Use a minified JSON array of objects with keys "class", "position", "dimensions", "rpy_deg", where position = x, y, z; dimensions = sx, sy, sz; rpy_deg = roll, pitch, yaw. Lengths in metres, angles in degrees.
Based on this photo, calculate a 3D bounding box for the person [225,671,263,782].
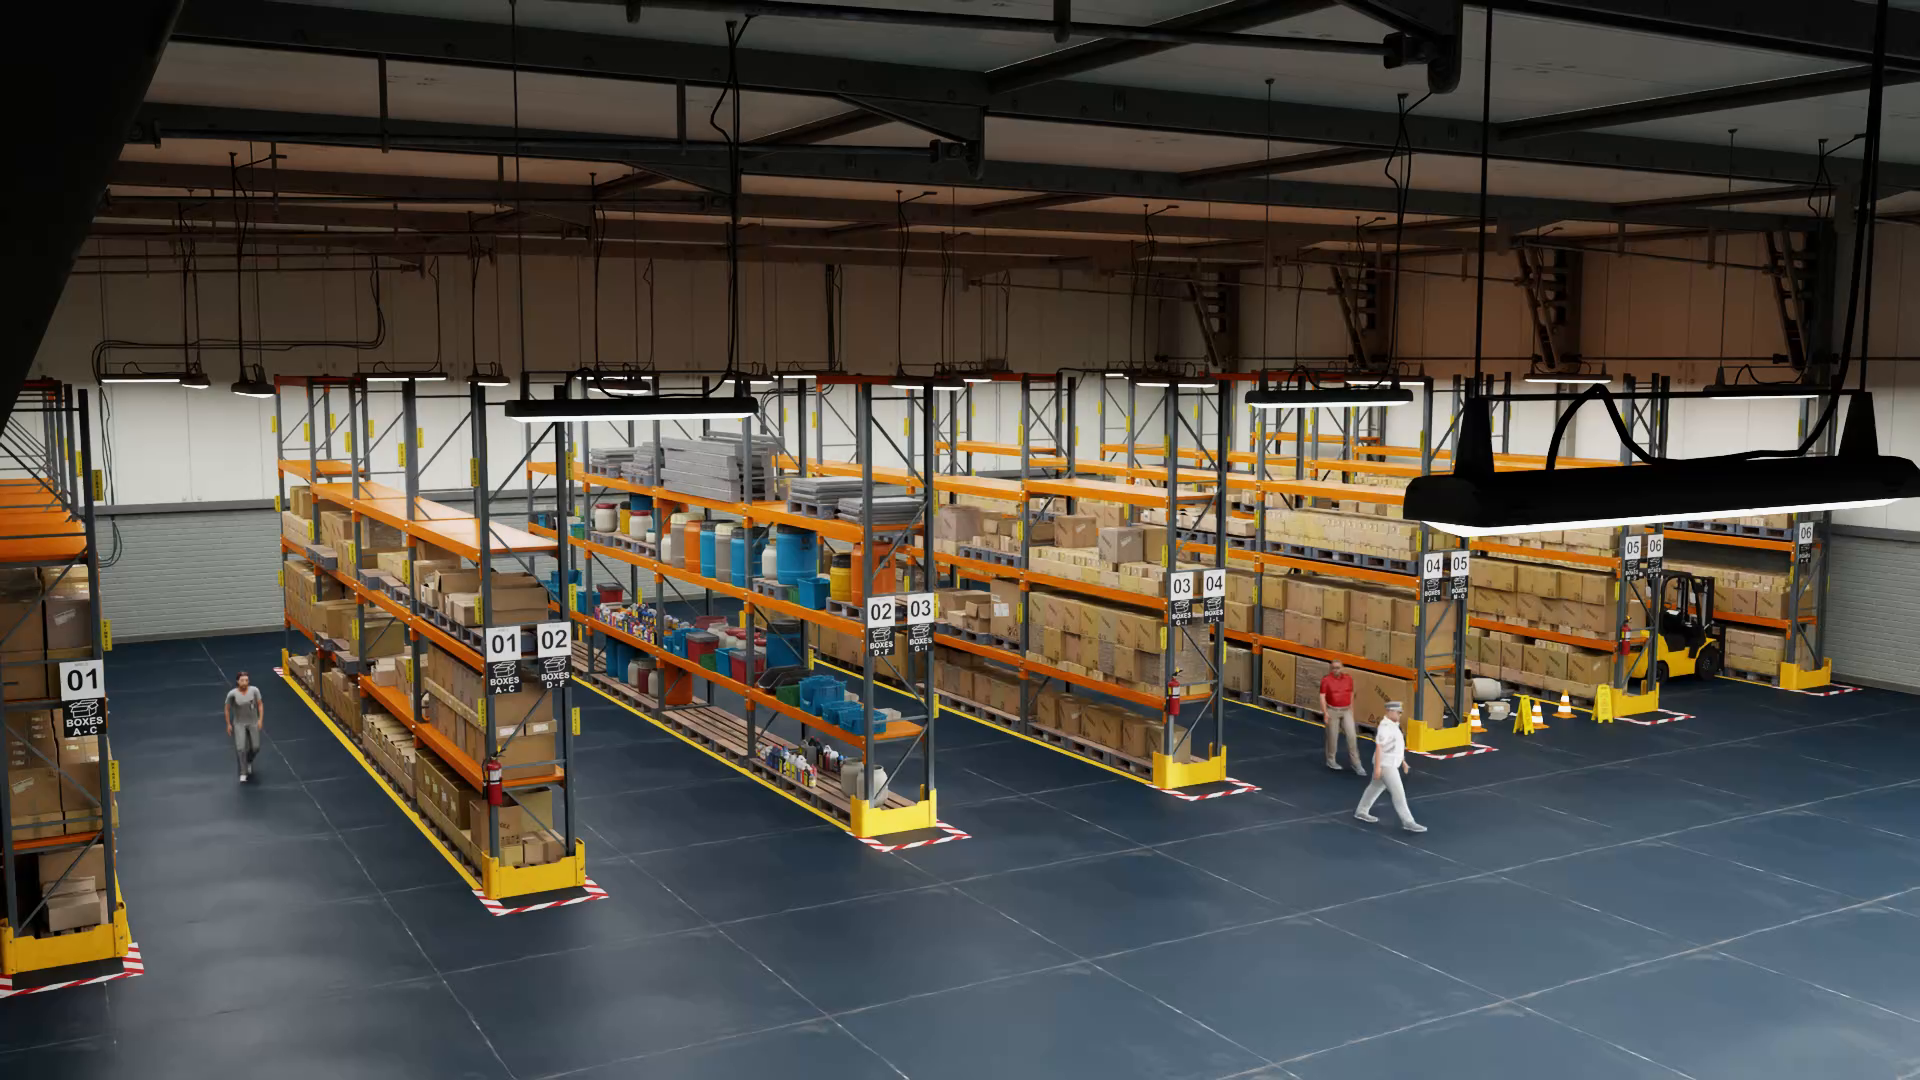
[{"class":"person","position":[-10.810,2.787,25.108],"dimensions":[0.534,1.638,0.604],"rpy_deg":[-4,7,-31]}]

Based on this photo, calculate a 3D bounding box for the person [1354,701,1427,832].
[{"class":"person","position":[5.828,3.010,22.403],"dimensions":[0.983,1.701,0.569],"rpy_deg":[2,7,21]}]

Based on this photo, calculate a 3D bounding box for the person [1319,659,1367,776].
[{"class":"person","position":[5.855,2.695,25.468],"dimensions":[0.650,1.732,0.661],"rpy_deg":[0,6,-4]}]
